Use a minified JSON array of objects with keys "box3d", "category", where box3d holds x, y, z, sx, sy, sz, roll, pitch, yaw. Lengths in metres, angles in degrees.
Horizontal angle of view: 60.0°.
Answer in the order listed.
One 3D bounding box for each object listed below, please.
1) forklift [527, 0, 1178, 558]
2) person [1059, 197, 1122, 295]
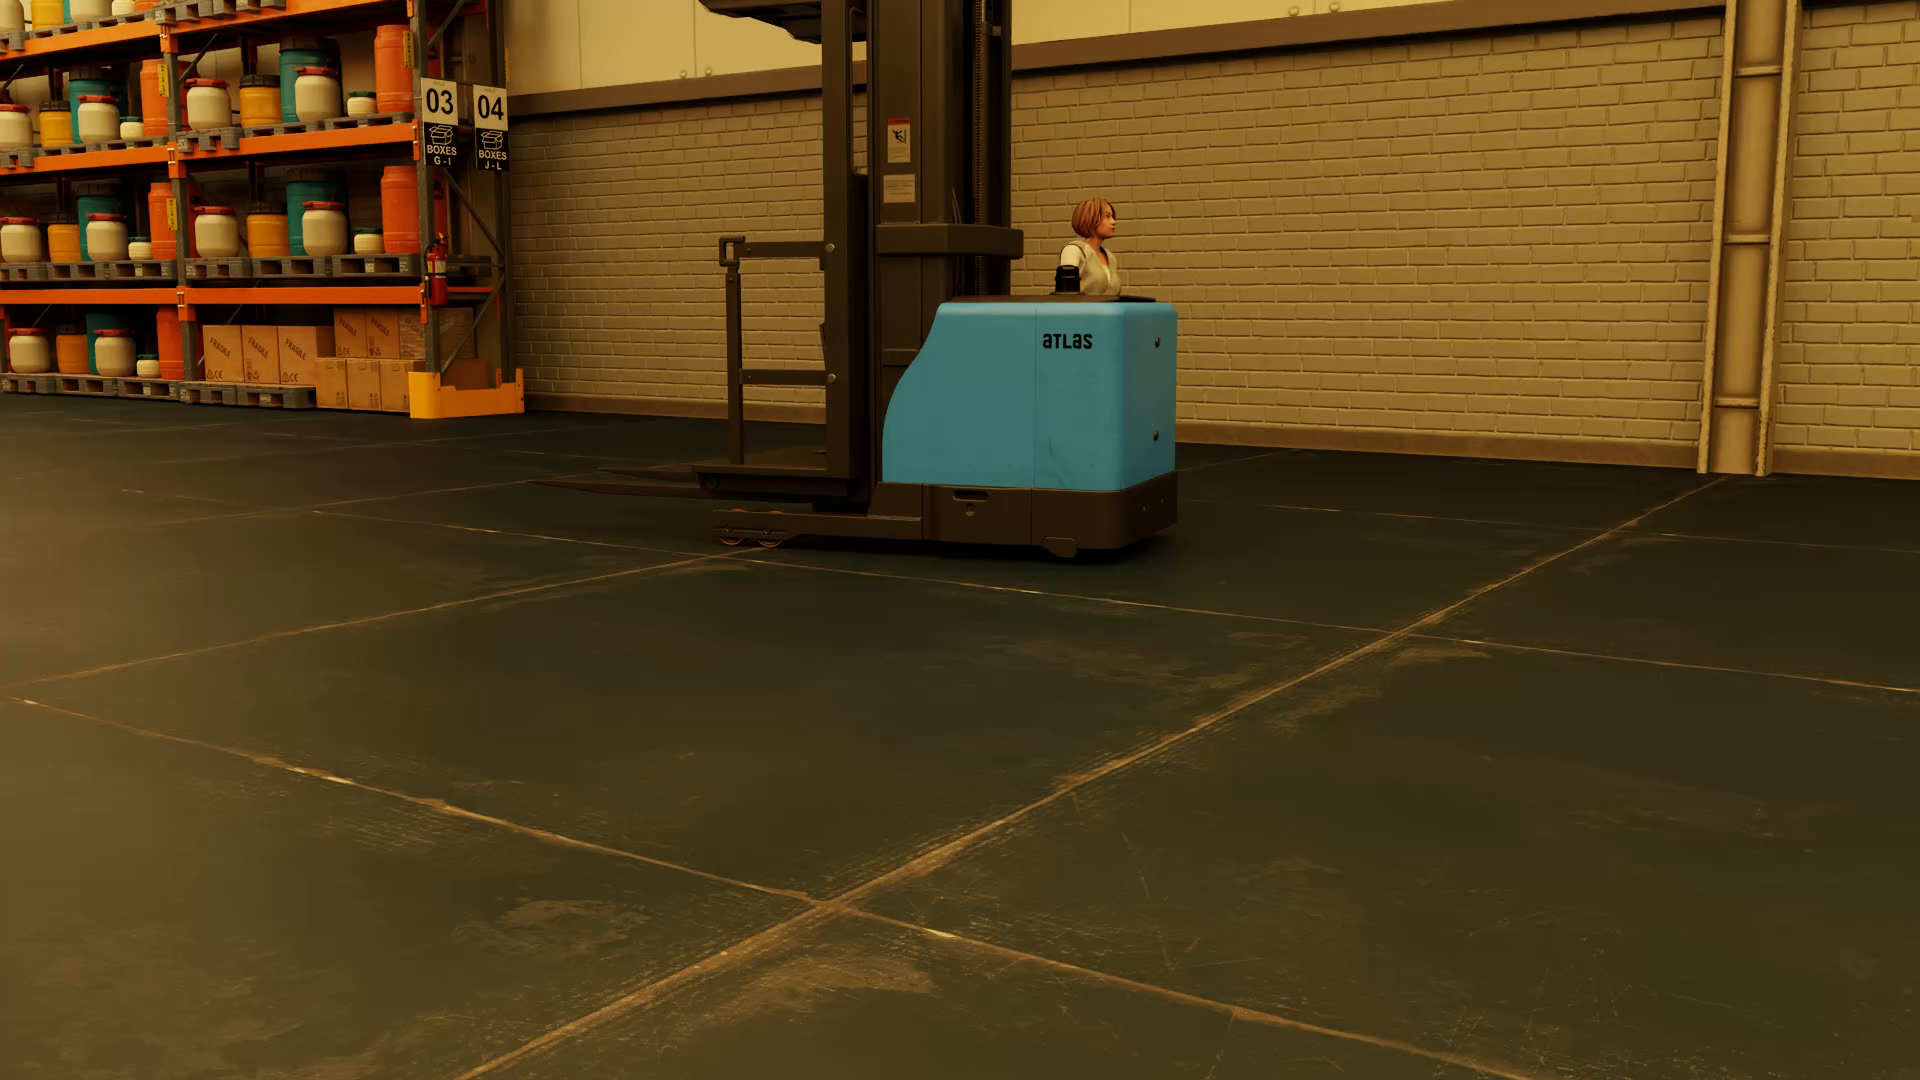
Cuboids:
[{"box3d":[-0.568,-1.483,7.619,3.031,2.935,1.130,3,9,21],"category":"forklift"},{"box3d":[0.741,-0.929,8.414,0.475,1.597,0.520,7,10,39],"category":"person"}]
